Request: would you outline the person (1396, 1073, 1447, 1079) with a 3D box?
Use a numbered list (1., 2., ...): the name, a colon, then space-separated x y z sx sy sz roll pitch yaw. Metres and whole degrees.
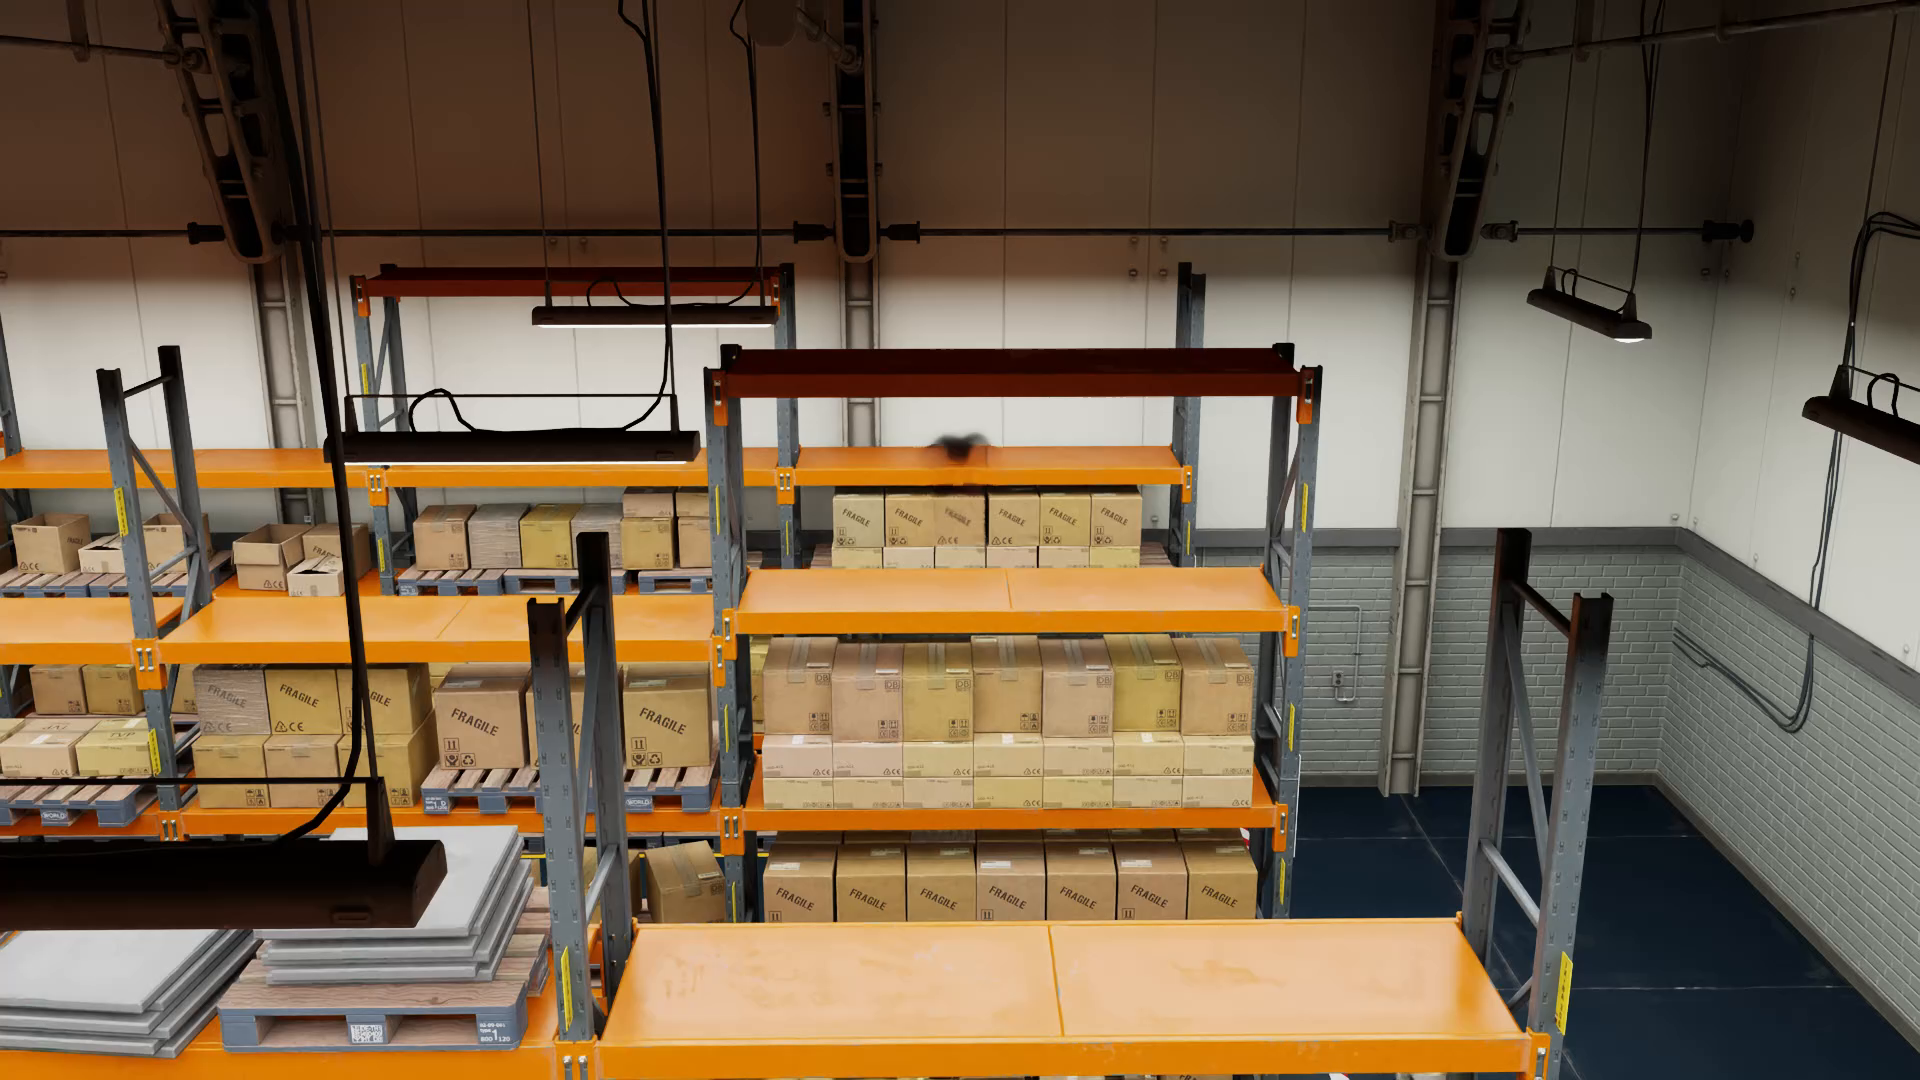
1. person: 3.492 3.875 12.220 0.872 1.660 0.599 -11 20 -34
